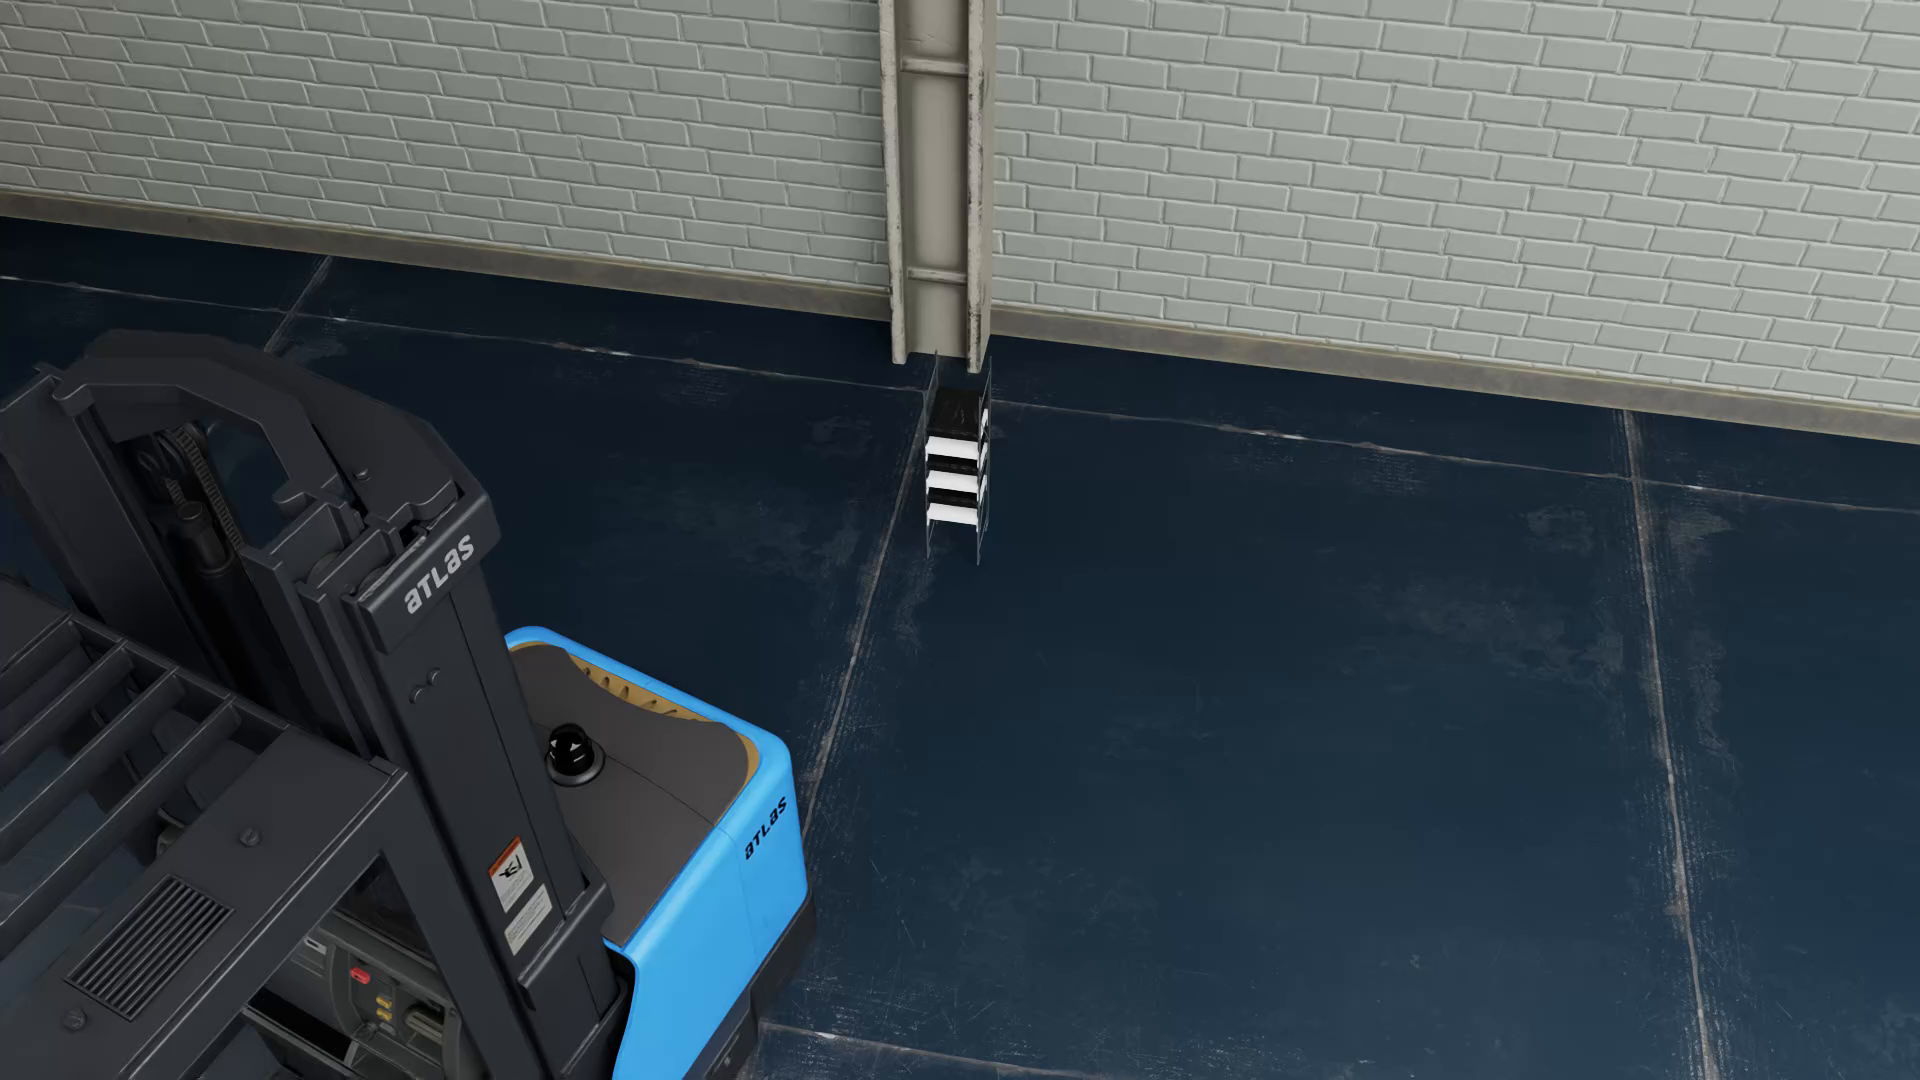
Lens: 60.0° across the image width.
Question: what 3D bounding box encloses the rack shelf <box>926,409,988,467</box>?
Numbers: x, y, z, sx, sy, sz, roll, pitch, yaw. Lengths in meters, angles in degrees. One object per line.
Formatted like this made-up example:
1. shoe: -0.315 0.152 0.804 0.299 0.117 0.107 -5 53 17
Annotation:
1. rack shelf: -0.008 -0.400 6.279 0.200 0.077 0.258 8 49 7

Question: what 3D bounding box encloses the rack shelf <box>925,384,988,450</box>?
1. rack shelf: -0.008 -0.460 6.212 0.200 0.077 0.258 8 49 7

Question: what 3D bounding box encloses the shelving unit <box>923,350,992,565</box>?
1. shelving unit: -0.008 -0.302 6.388 0.210 0.900 0.258 8 49 7

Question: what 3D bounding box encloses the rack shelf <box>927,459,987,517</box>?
1. rack shelf: -0.008 -0.219 6.480 0.200 0.077 0.258 8 49 7

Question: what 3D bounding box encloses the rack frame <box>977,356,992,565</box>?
1. rack frame: 0.092 -0.288 6.376 0.006 0.900 0.240 8 49 7

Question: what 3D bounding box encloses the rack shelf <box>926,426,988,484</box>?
1. rack shelf: -0.008 -0.340 6.346 0.200 0.077 0.258 8 49 7

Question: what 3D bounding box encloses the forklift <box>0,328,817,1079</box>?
1. forklift: -1.617 1.112 3.752 1.130 2.935 3.031 22 52 19

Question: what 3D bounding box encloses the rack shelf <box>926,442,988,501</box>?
1. rack shelf: -0.008 -0.280 6.413 0.200 0.077 0.258 8 49 7

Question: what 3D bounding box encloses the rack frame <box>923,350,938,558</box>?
1. rack frame: -0.108 -0.315 6.400 0.006 0.900 0.240 8 49 7

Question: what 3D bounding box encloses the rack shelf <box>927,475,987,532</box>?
1. rack shelf: -0.008 -0.159 6.547 0.200 0.077 0.258 8 49 7

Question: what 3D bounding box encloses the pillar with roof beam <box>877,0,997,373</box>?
1. pillar with roof beam: -0.847 -0.735 1.333 0.400 9.000 9.100 8 49 7
